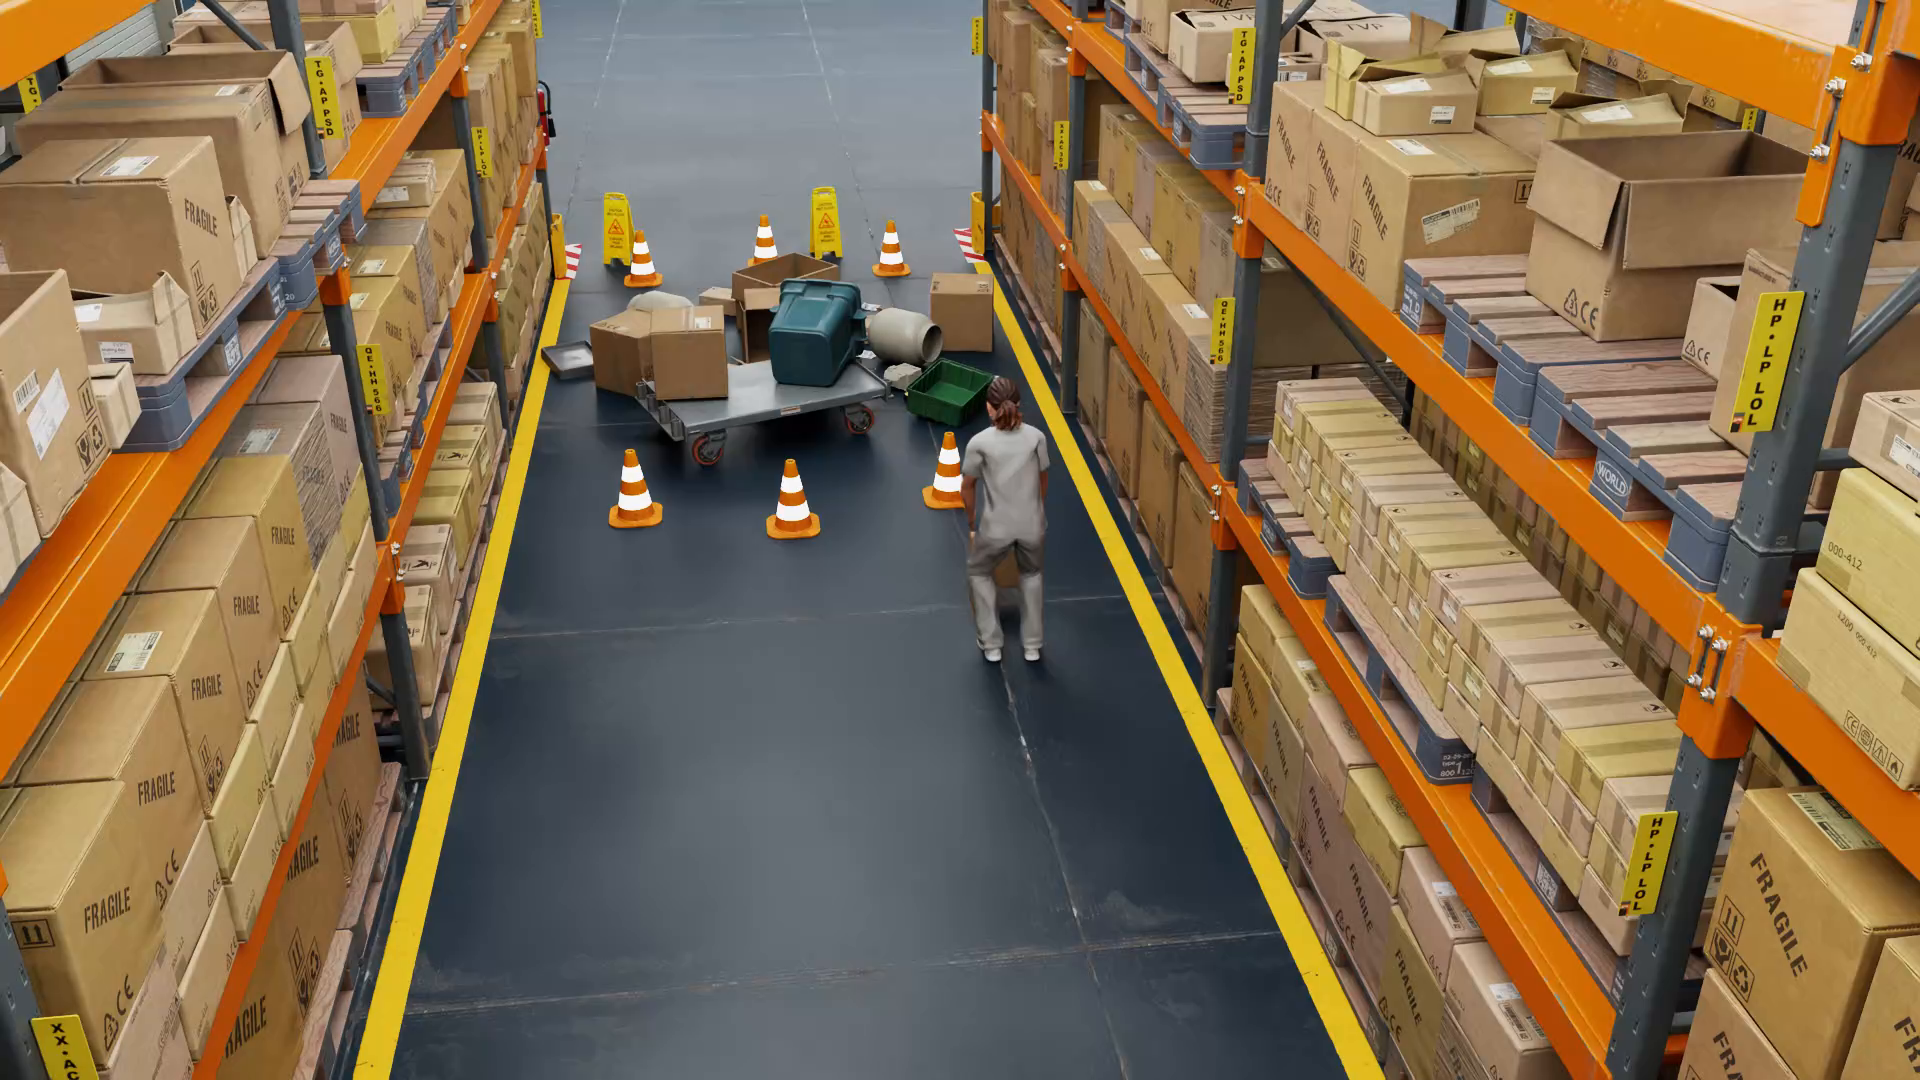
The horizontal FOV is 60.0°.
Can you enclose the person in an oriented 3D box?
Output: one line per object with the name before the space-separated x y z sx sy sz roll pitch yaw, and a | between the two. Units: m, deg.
person | 0.241 -0.089 8.914 0.475 1.573 0.467 -3 27 -6
